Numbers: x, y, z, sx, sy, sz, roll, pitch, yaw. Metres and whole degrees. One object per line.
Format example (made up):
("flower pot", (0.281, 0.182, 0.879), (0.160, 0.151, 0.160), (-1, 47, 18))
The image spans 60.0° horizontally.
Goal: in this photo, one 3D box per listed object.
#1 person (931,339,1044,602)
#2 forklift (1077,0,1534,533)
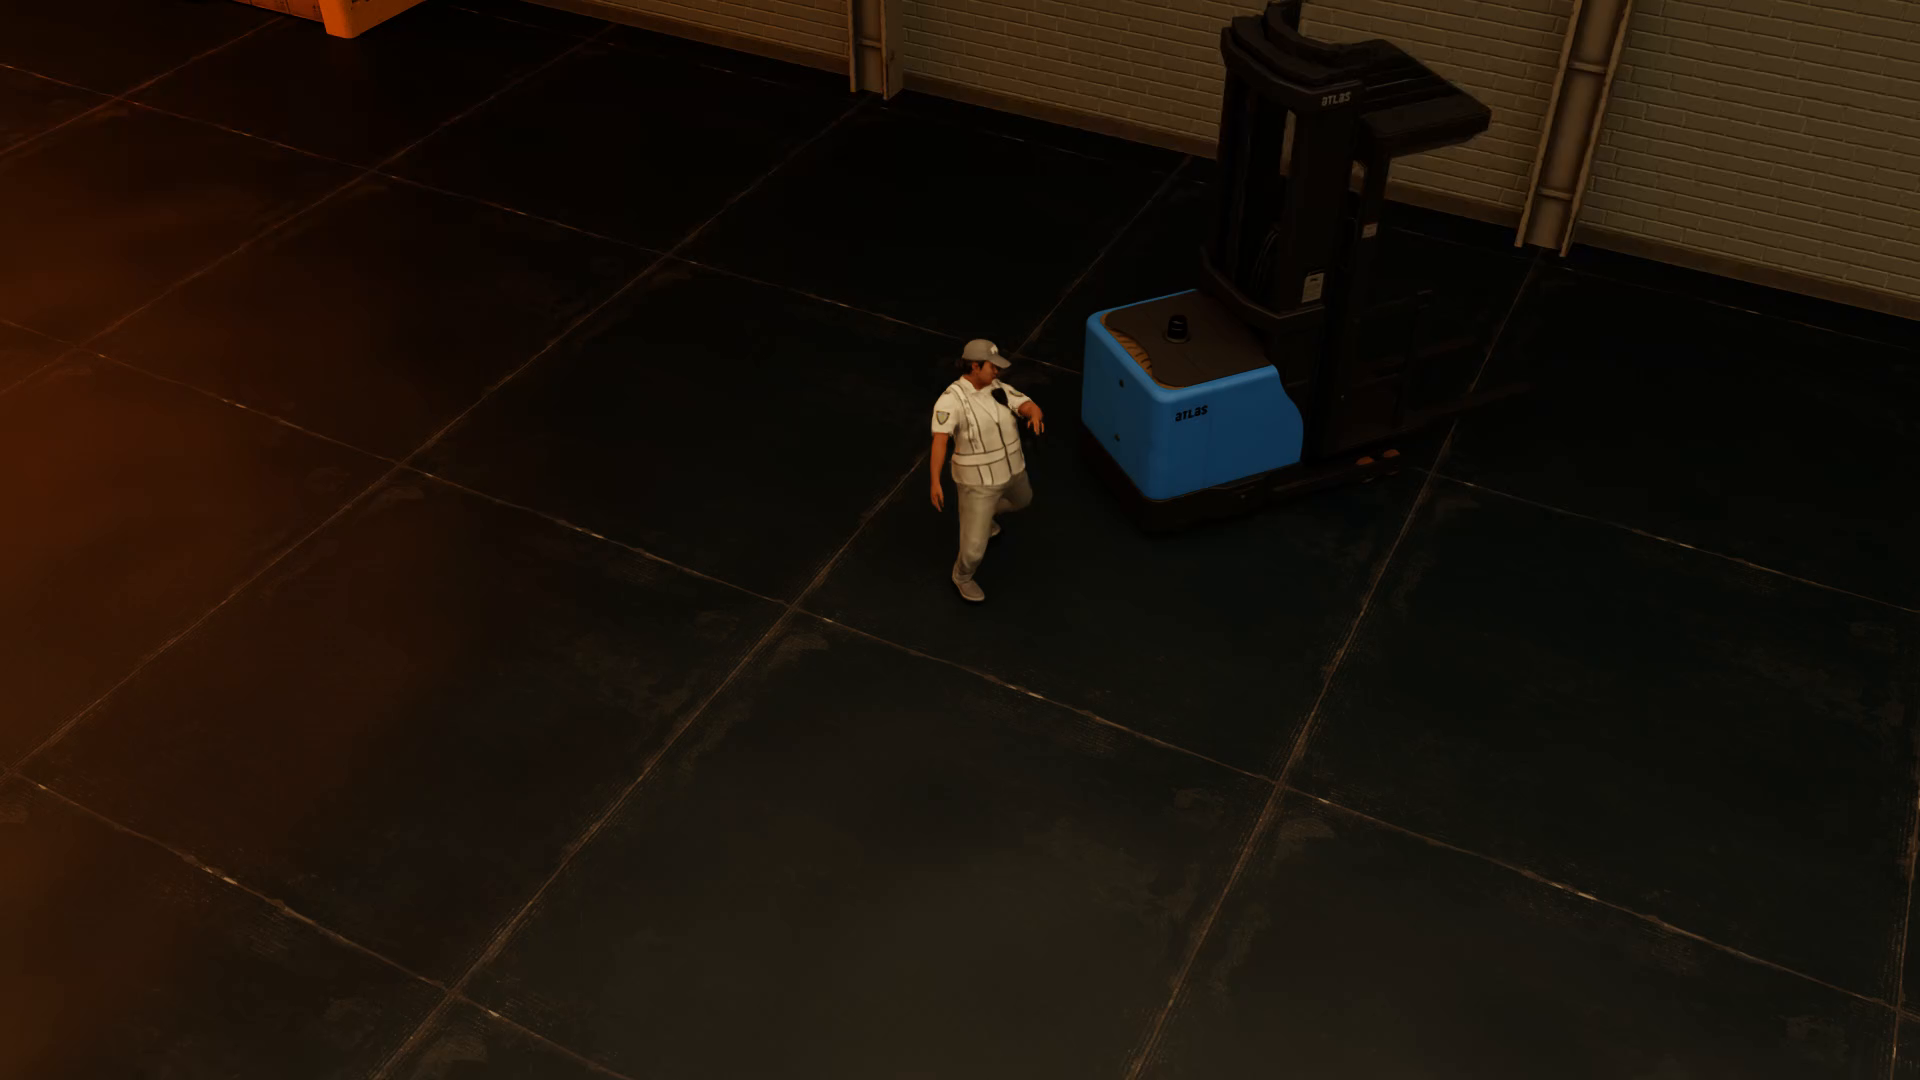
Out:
("person", (0.114, -0.336, 9.495), (0.802, 1.475, 0.895), (28, 47, 29))
("forklift", (2.329, -1.789, 10.111), (3.031, 2.935, 1.130), (-16, 43, -18))
